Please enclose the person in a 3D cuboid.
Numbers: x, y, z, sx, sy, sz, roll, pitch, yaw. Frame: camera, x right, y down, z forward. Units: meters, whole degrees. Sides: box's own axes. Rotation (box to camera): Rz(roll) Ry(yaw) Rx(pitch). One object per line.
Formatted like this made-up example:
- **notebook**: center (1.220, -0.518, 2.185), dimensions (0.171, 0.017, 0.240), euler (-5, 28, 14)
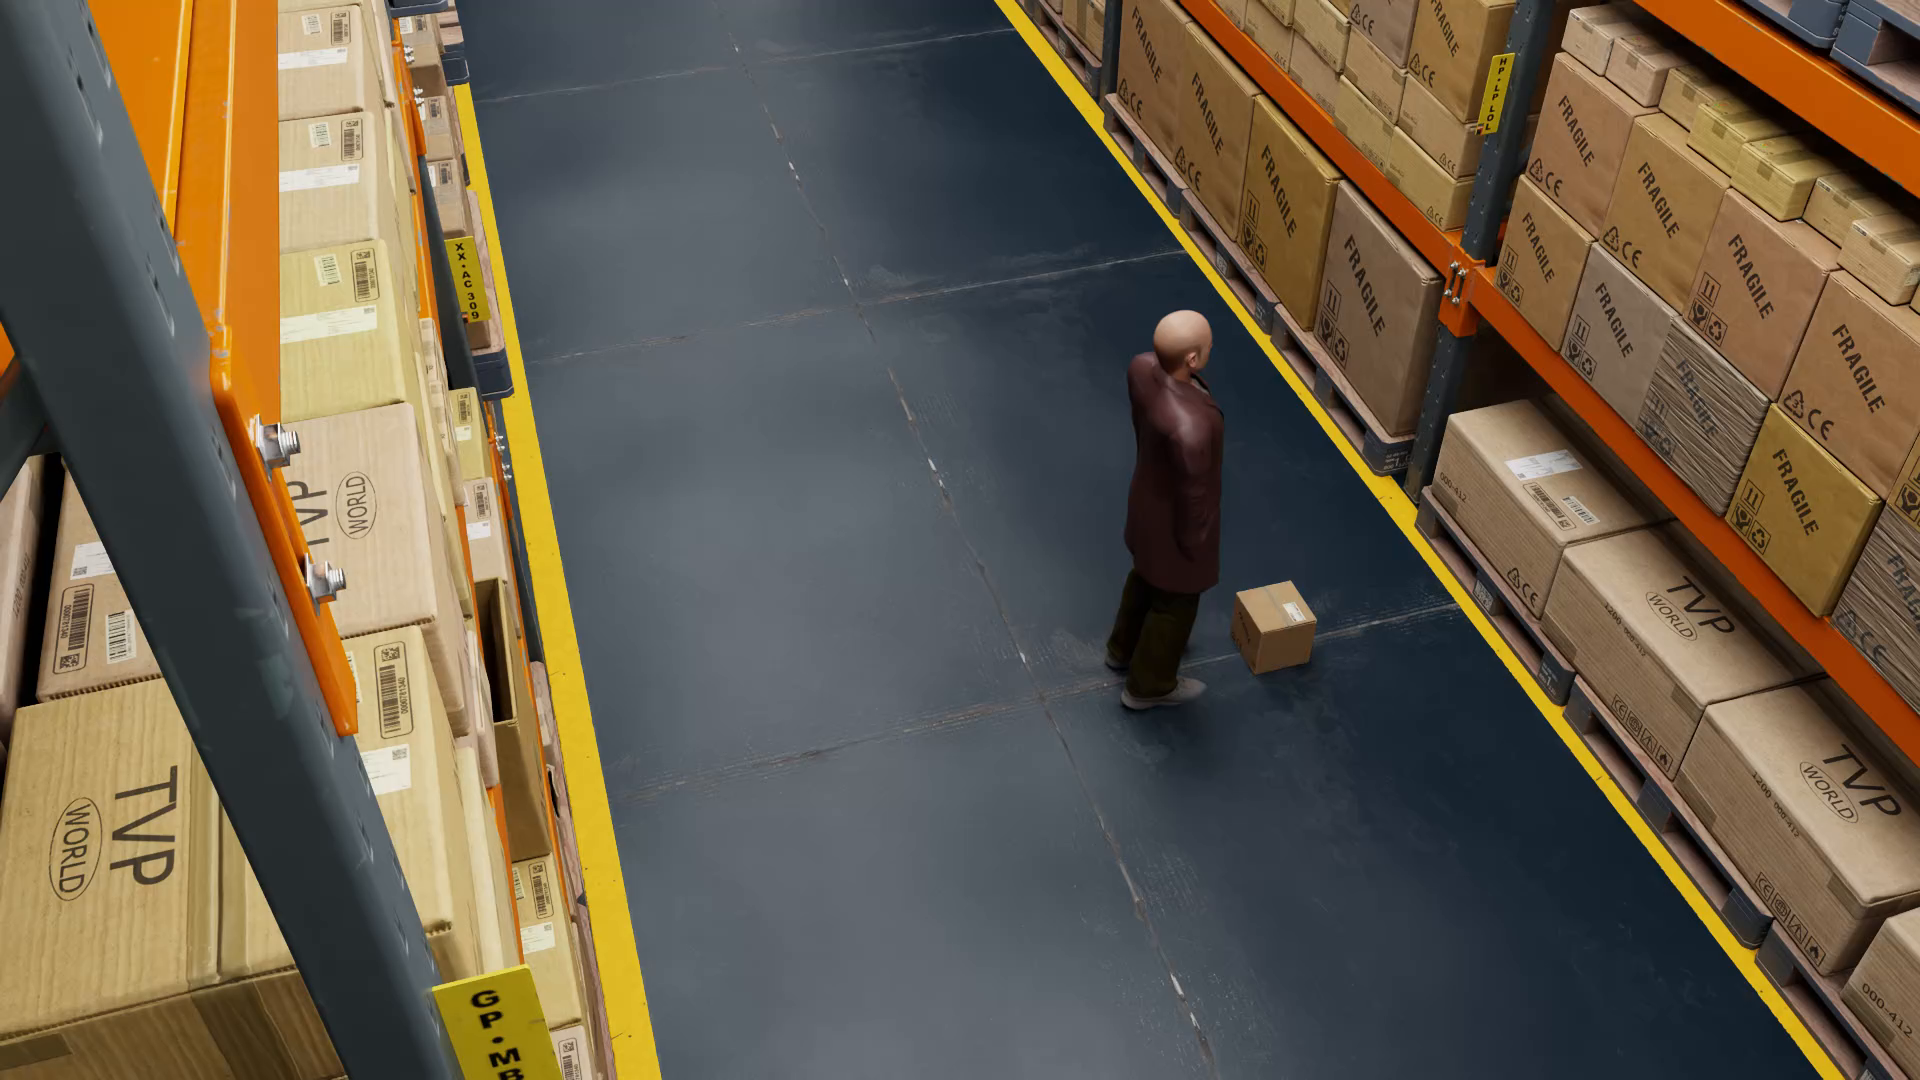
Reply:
- **person**: center (0.803, -0.110, 6.327), dimensions (0.394, 1.799, 0.561), euler (-11, 43, -12)
